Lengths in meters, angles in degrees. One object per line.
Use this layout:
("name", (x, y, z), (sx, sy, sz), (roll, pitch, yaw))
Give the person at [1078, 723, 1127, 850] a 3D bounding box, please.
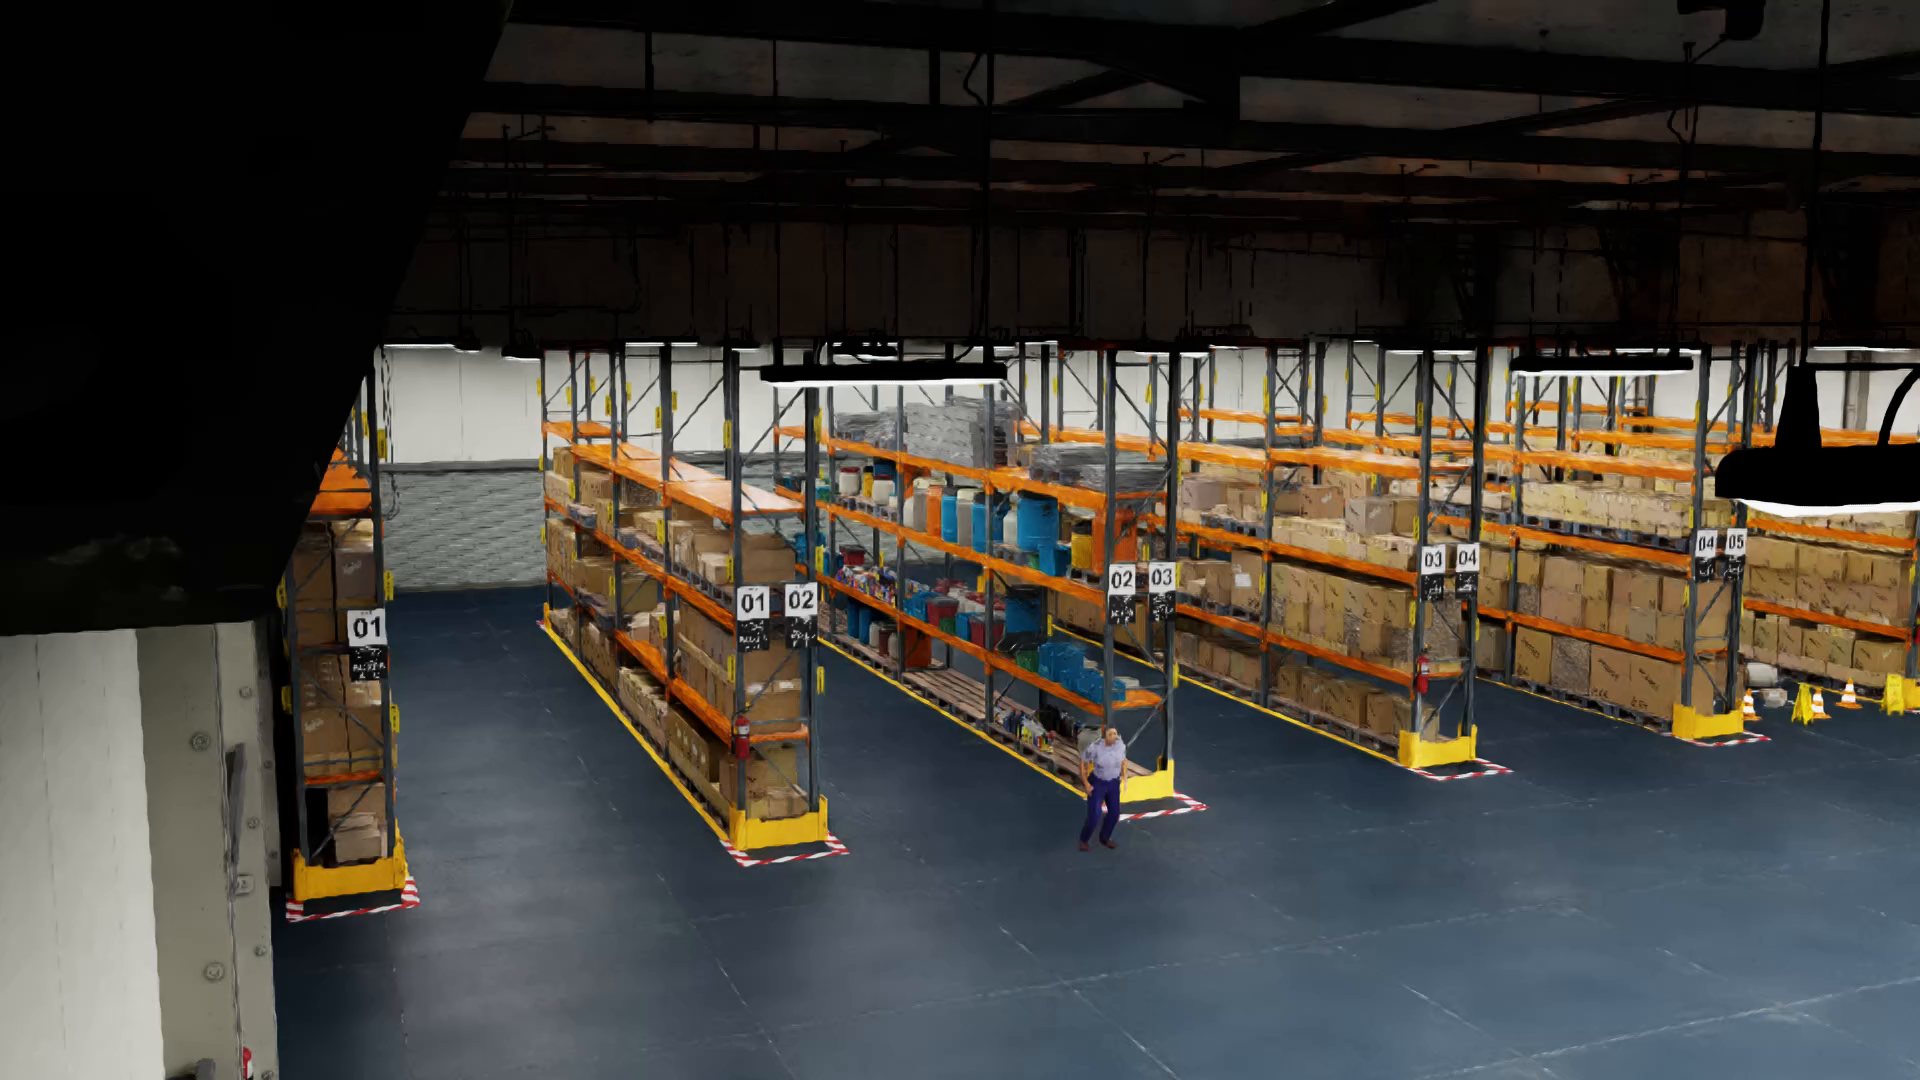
("person", (1.724, 2.961, 20.037), (0.625, 1.581, 0.517), (-3, 8, -23))
